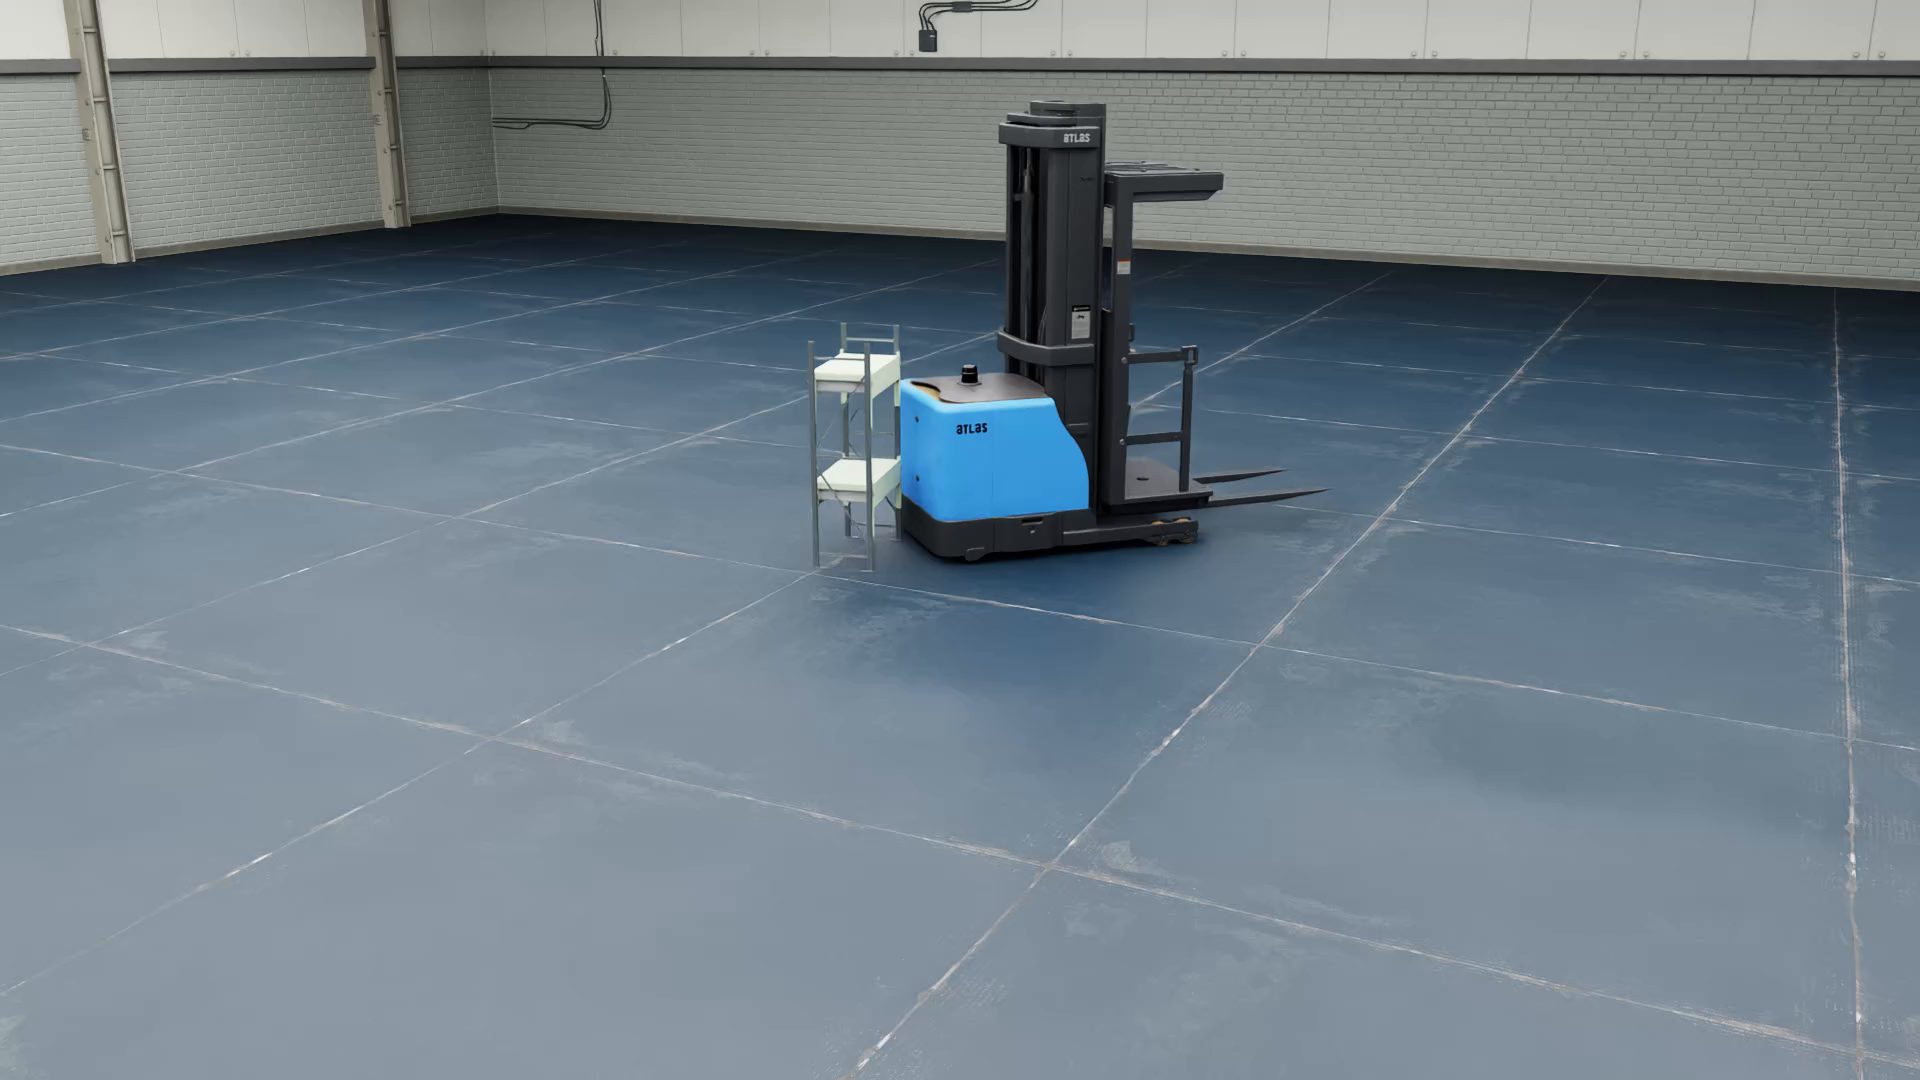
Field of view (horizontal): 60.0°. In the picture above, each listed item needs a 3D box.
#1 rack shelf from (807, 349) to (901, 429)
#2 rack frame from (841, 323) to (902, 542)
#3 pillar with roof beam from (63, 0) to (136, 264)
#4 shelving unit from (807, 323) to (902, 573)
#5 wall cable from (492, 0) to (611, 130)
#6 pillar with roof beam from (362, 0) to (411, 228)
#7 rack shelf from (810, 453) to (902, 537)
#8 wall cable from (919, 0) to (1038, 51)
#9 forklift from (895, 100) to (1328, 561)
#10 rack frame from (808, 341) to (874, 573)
[{"bbox_3d":[-0.681,-0.994,10.867,0.431,0.370,0.720,4,17,12],"label":"rack shelf"},{"bbox_3d":[-0.602,-0.722,11.321,0.400,1.500,0.023,4,17,12],"label":"rack frame"},{"bbox_3d":[-9.485,-8.170,23.226,9.100,9.000,0.400,8,18,25],"label":"pillar with roof beam"},{"bbox_3d":[-0.681,-0.620,10.978,0.431,1.500,0.755,4,17,12],"label":"shelving unit"},{"bbox_3d":[-8.156,-9.340,32.618,3.097,2.526,0.112,8,18,25],"label":"wall cable"},{"bbox_3d":[-6.804,-9.698,28.372,9.100,9.000,0.400,8,18,25],"label":"pillar with roof beam"},{"bbox_3d":[-0.681,-0.308,11.071,0.431,0.370,0.720,4,17,12],"label":"rack shelf"},{"bbox_3d":[0.330,-11.247,27.612,2.305,6.003,0.169,8,18,25],"label":"wall cable"},{"bbox_3d":[1.115,-1.501,11.429,3.031,2.935,1.130,-6,18,-19],"label":"forklift"},{"bbox_3d":[-0.760,-0.518,10.636,0.400,1.500,0.023,4,17,12],"label":"rack frame"}]
